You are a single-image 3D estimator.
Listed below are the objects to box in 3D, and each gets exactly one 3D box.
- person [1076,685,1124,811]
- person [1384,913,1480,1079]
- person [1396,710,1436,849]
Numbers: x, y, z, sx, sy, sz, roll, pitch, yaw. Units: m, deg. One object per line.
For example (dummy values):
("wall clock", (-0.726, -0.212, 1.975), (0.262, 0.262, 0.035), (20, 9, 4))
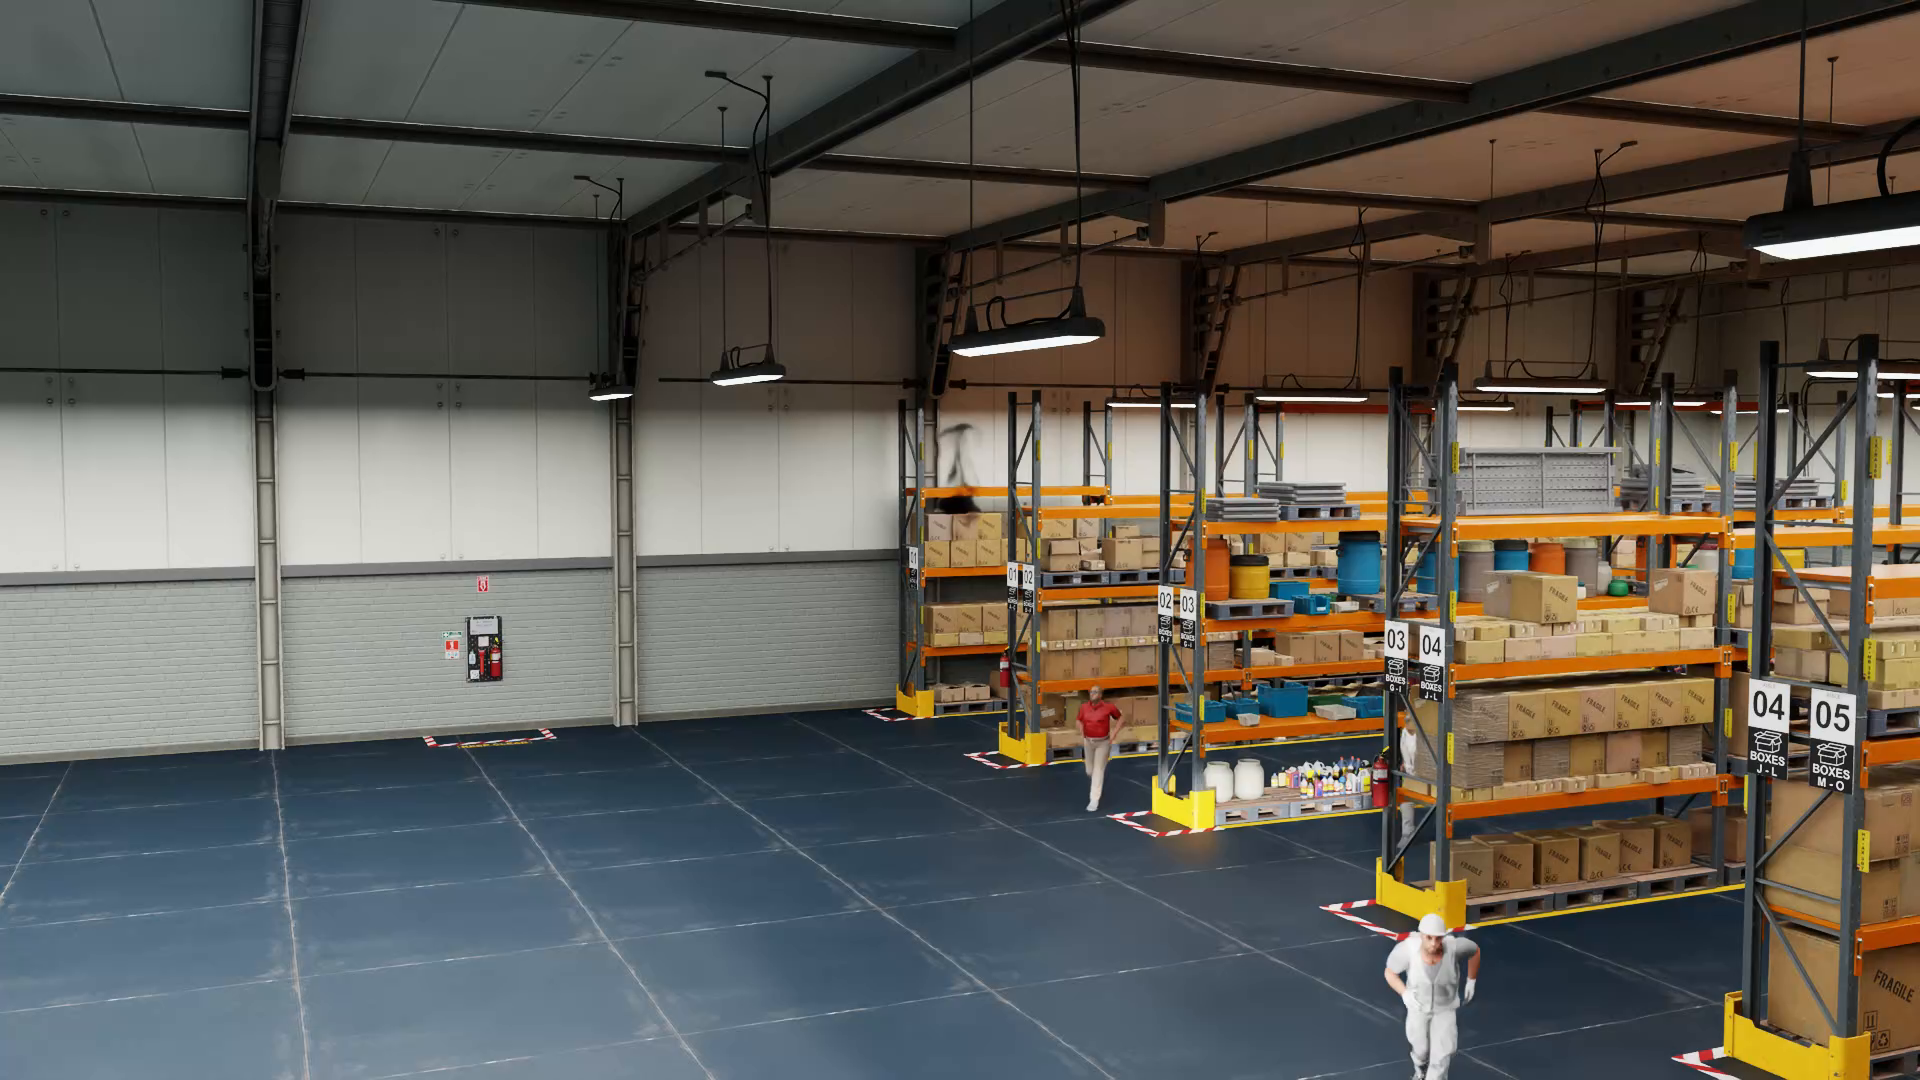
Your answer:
("person", (1.982, 2.932, 23.716), (0.673, 1.729, 0.932), (2, 4, 25))
("person", (3.576, 3.595, 12.642), (0.704, 1.731, 1.058), (1, 3, 11))
("person", (5.983, 3.053, 21.499), (1.080, 1.777, 0.664), (-3, 5, -43))
